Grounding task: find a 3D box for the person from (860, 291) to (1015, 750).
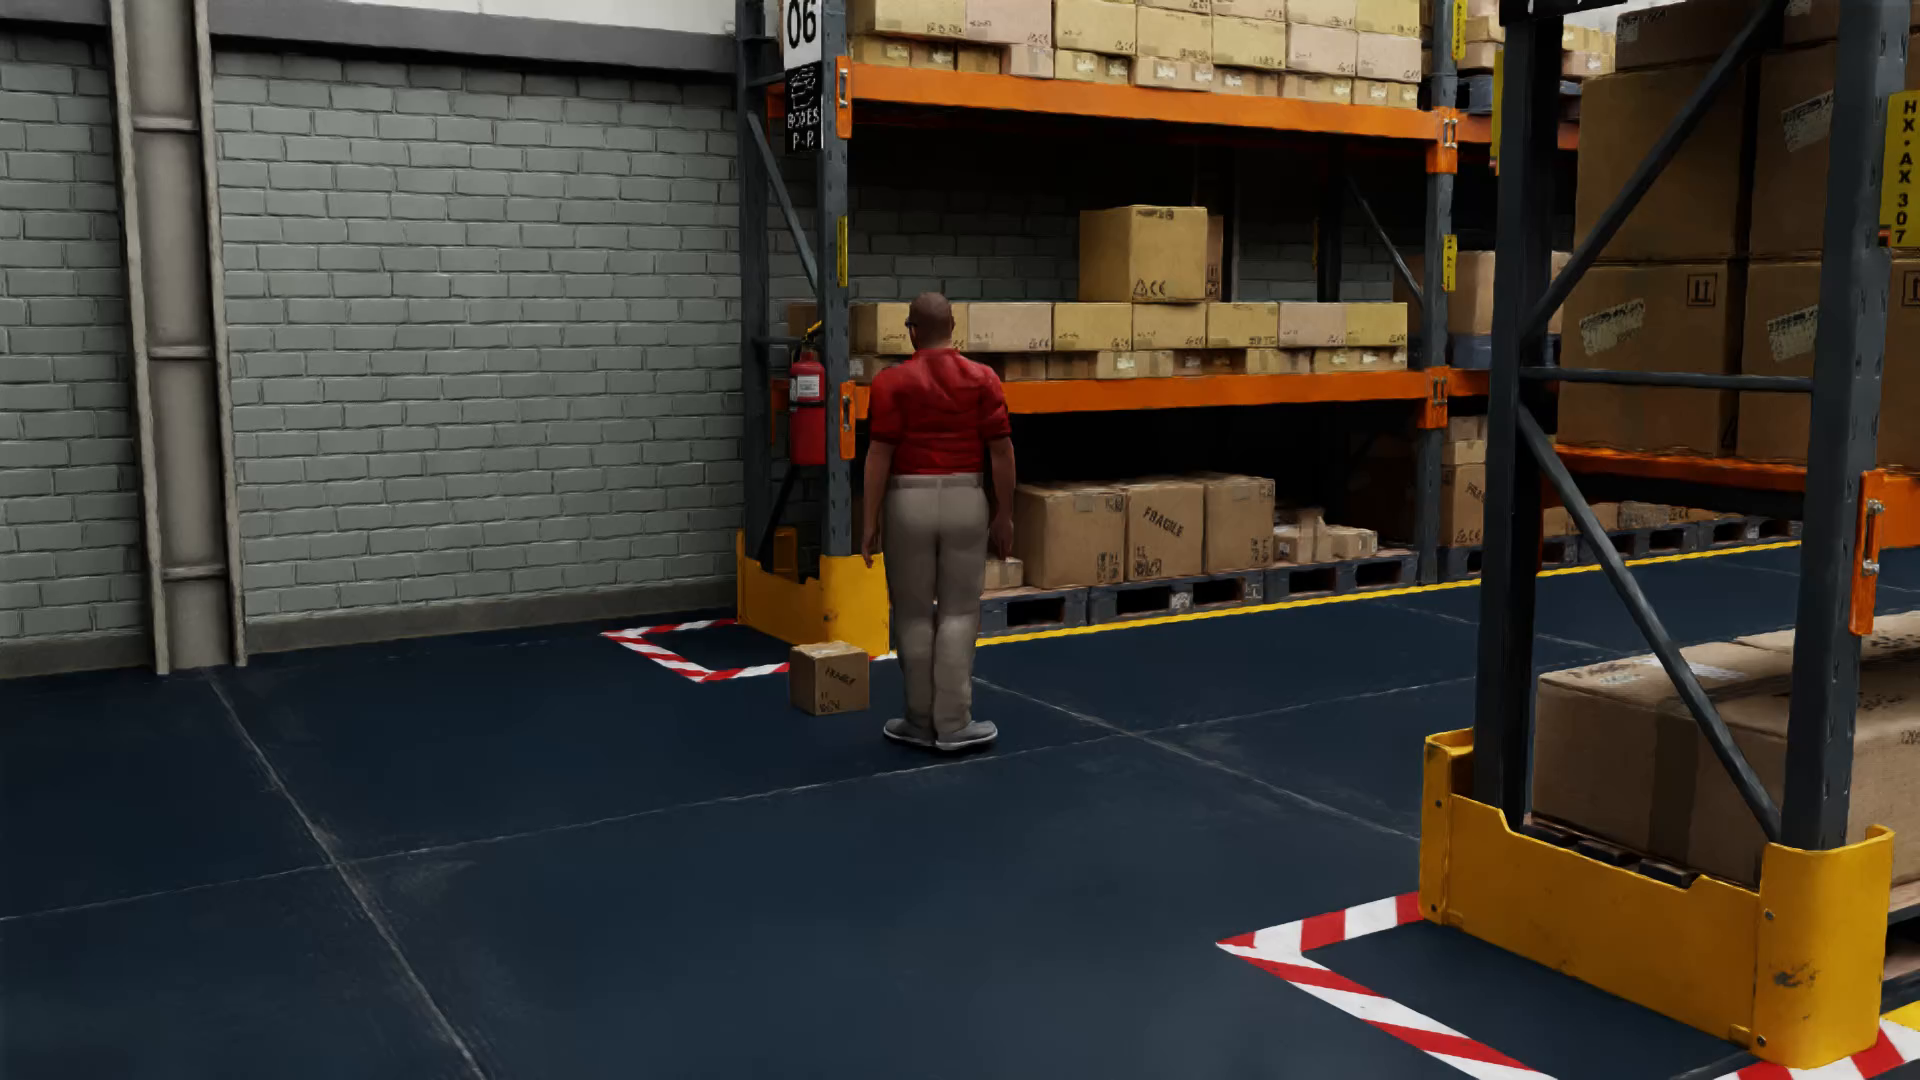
[{"bbox_3d":[-0.086,-0.070,6.311,0.591,1.726,0.411,-1,8,-8],"label":"person"}]
